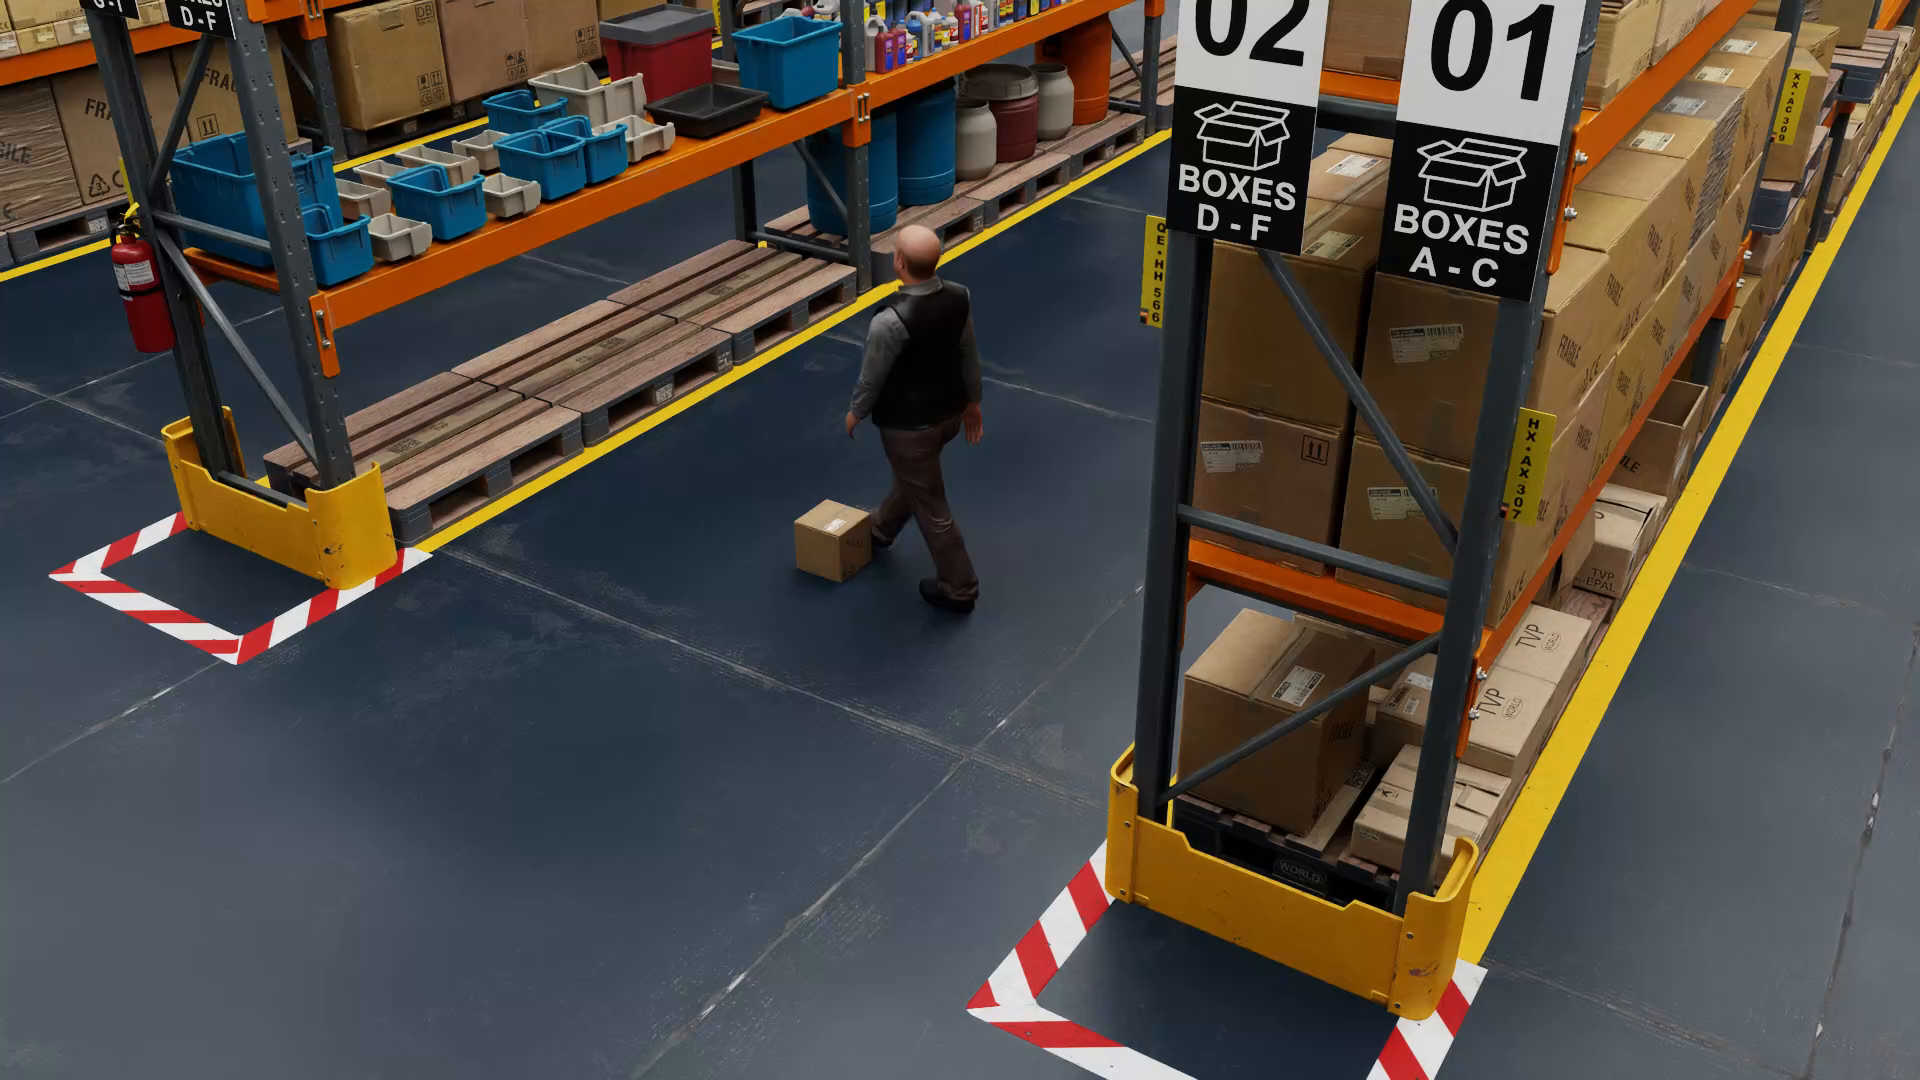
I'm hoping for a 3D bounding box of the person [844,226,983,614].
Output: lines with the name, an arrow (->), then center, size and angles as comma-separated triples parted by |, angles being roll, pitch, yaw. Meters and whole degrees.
person -> -0.284, -0.552, 7.074 | 0.937, 1.687, 0.546 | 21, 36, 32
